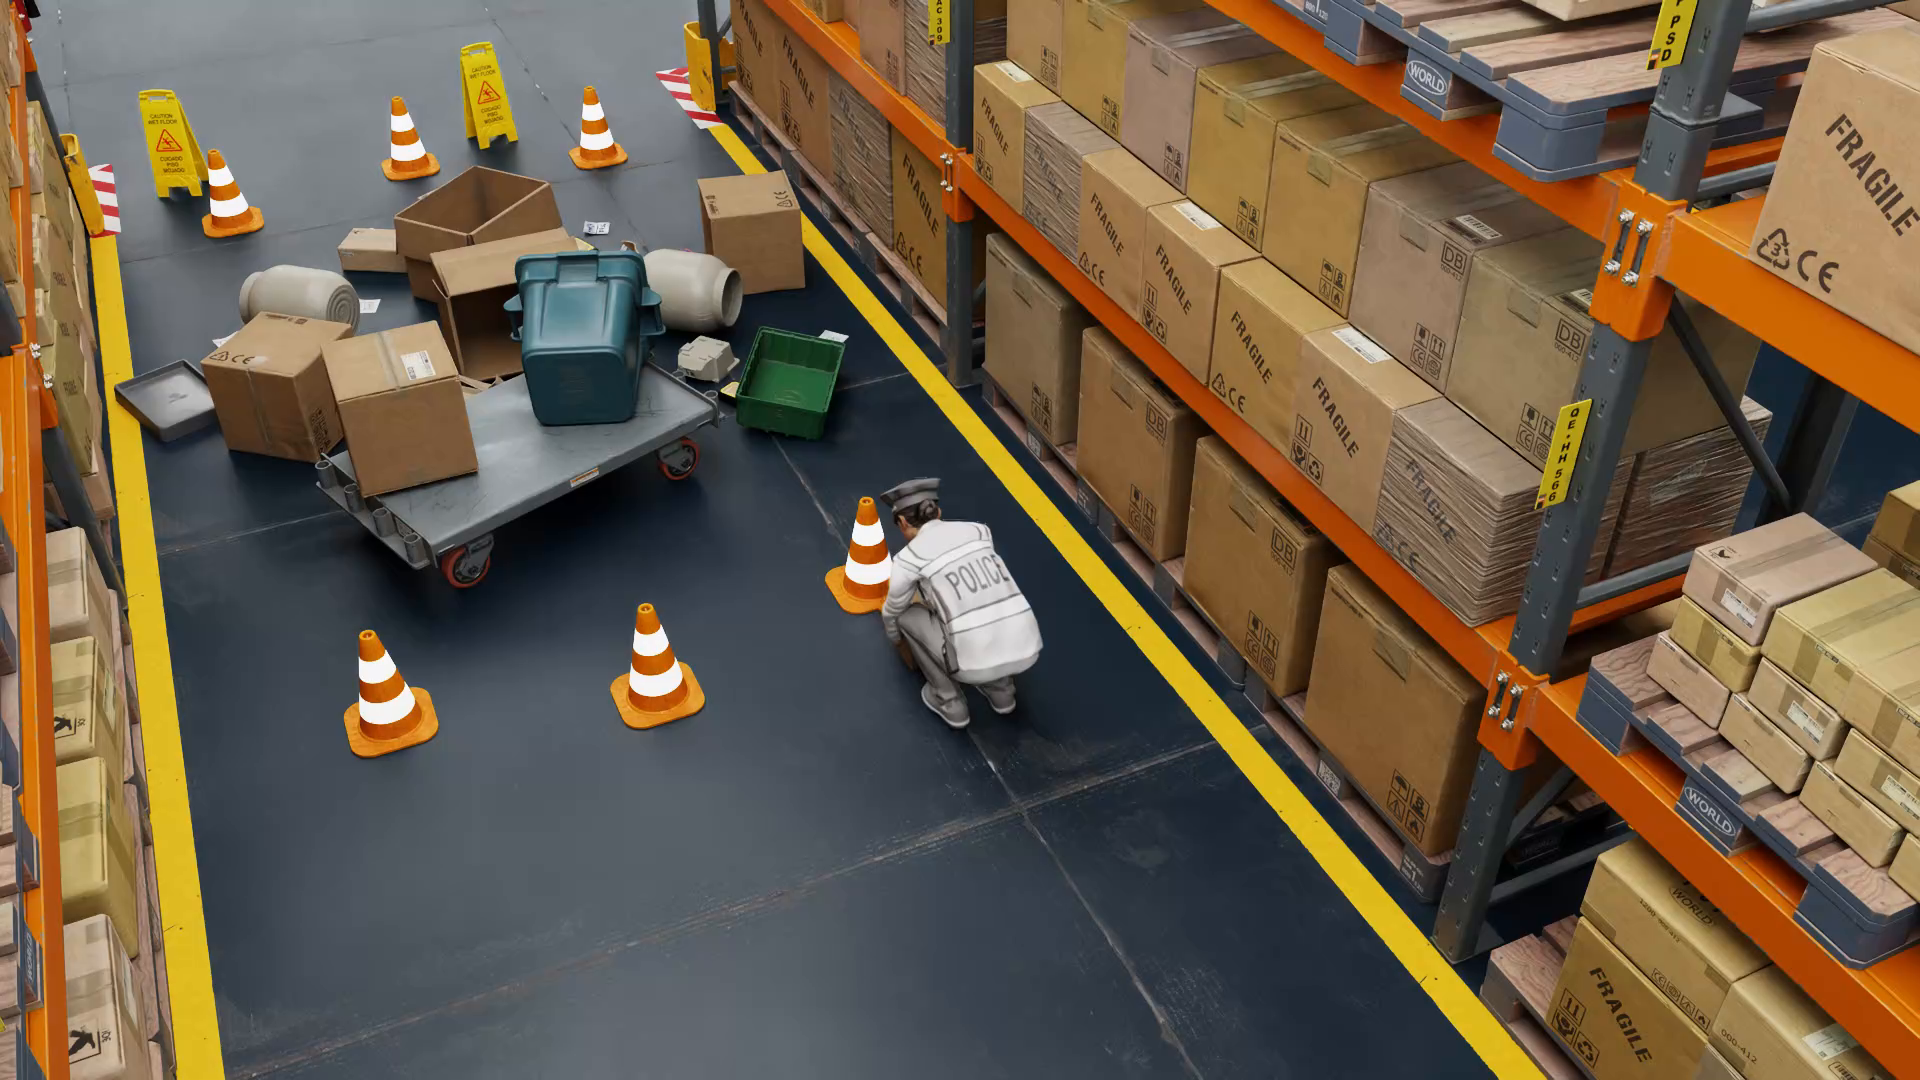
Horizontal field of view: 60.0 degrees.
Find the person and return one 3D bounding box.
[{"bbox_3d":[-0.019,0.257,6.460,0.483,0.890,0.853,-16,40,-20],"label":"person"}]
